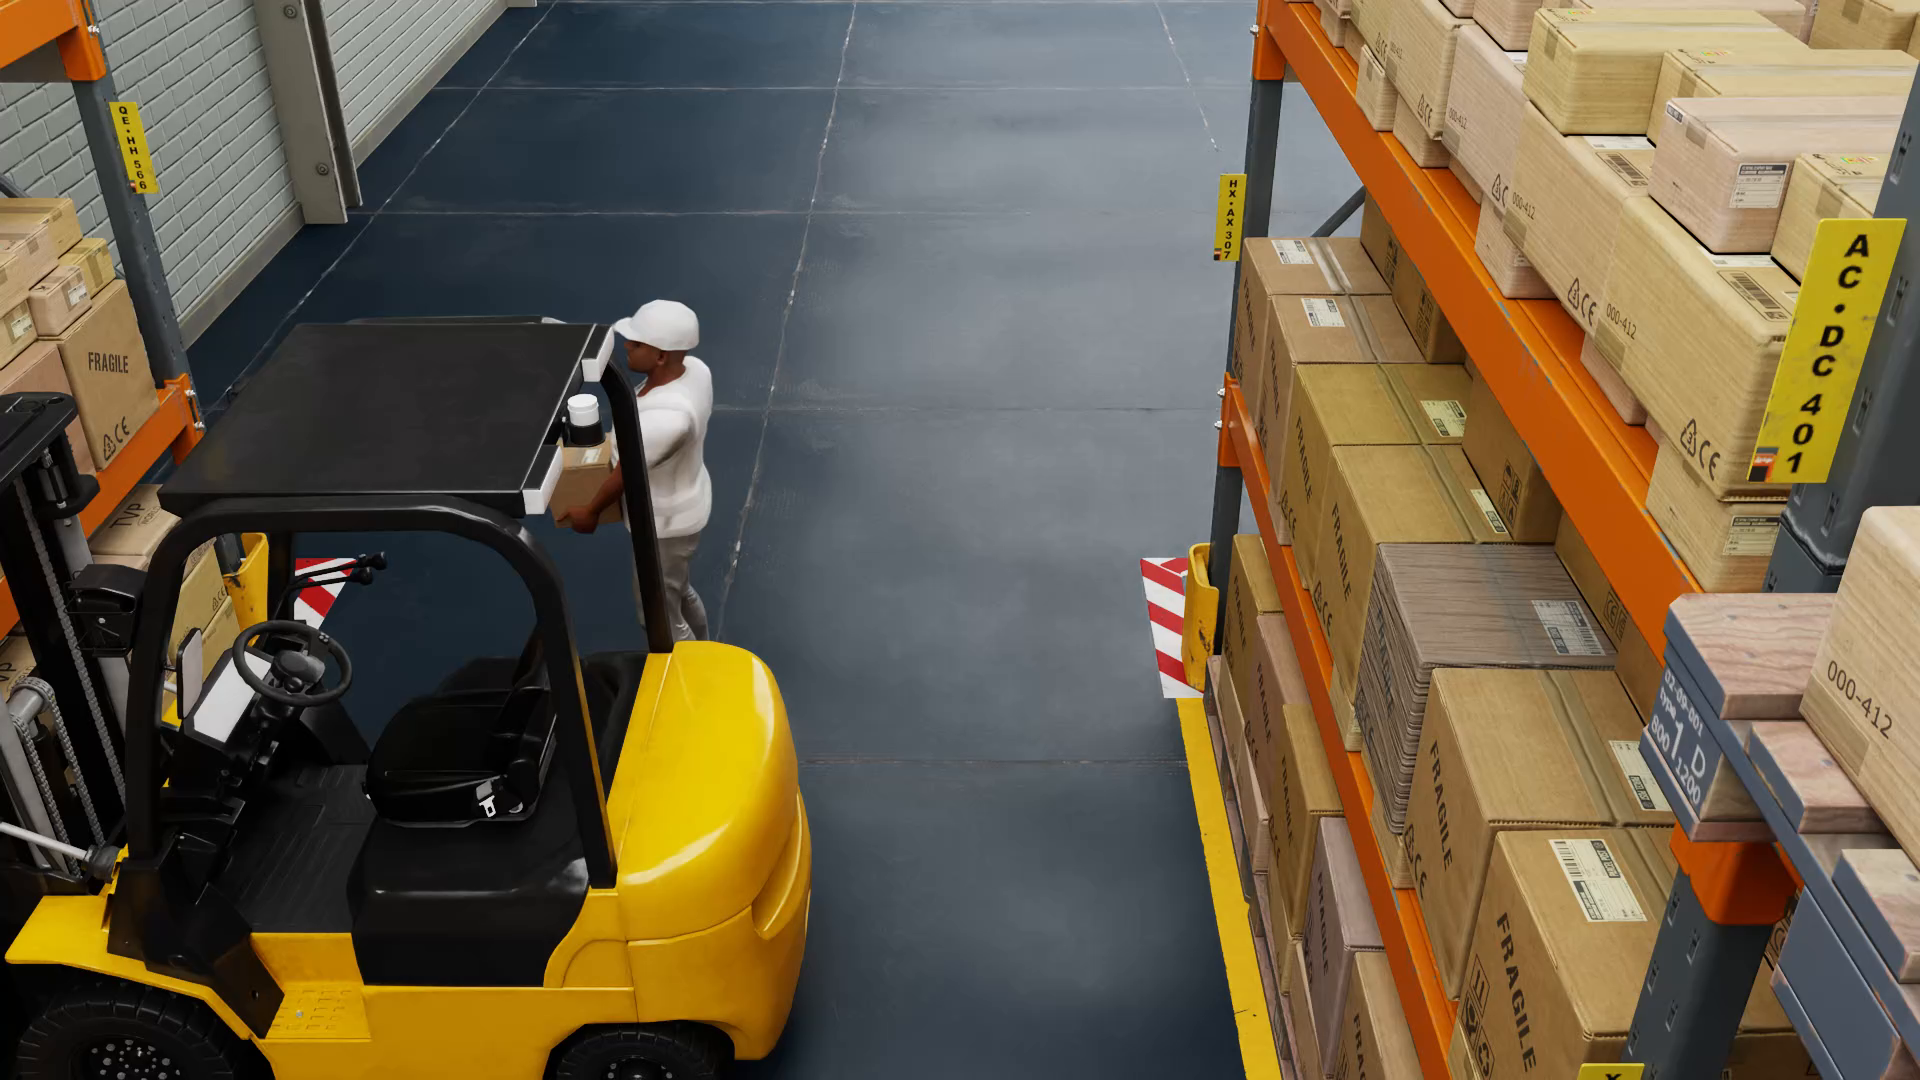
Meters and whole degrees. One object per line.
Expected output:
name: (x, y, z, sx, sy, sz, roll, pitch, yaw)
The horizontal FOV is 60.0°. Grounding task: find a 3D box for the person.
person: (-1.199, -0.084, 6.258, 0.577, 1.758, 0.502, 0, 31, 0)
